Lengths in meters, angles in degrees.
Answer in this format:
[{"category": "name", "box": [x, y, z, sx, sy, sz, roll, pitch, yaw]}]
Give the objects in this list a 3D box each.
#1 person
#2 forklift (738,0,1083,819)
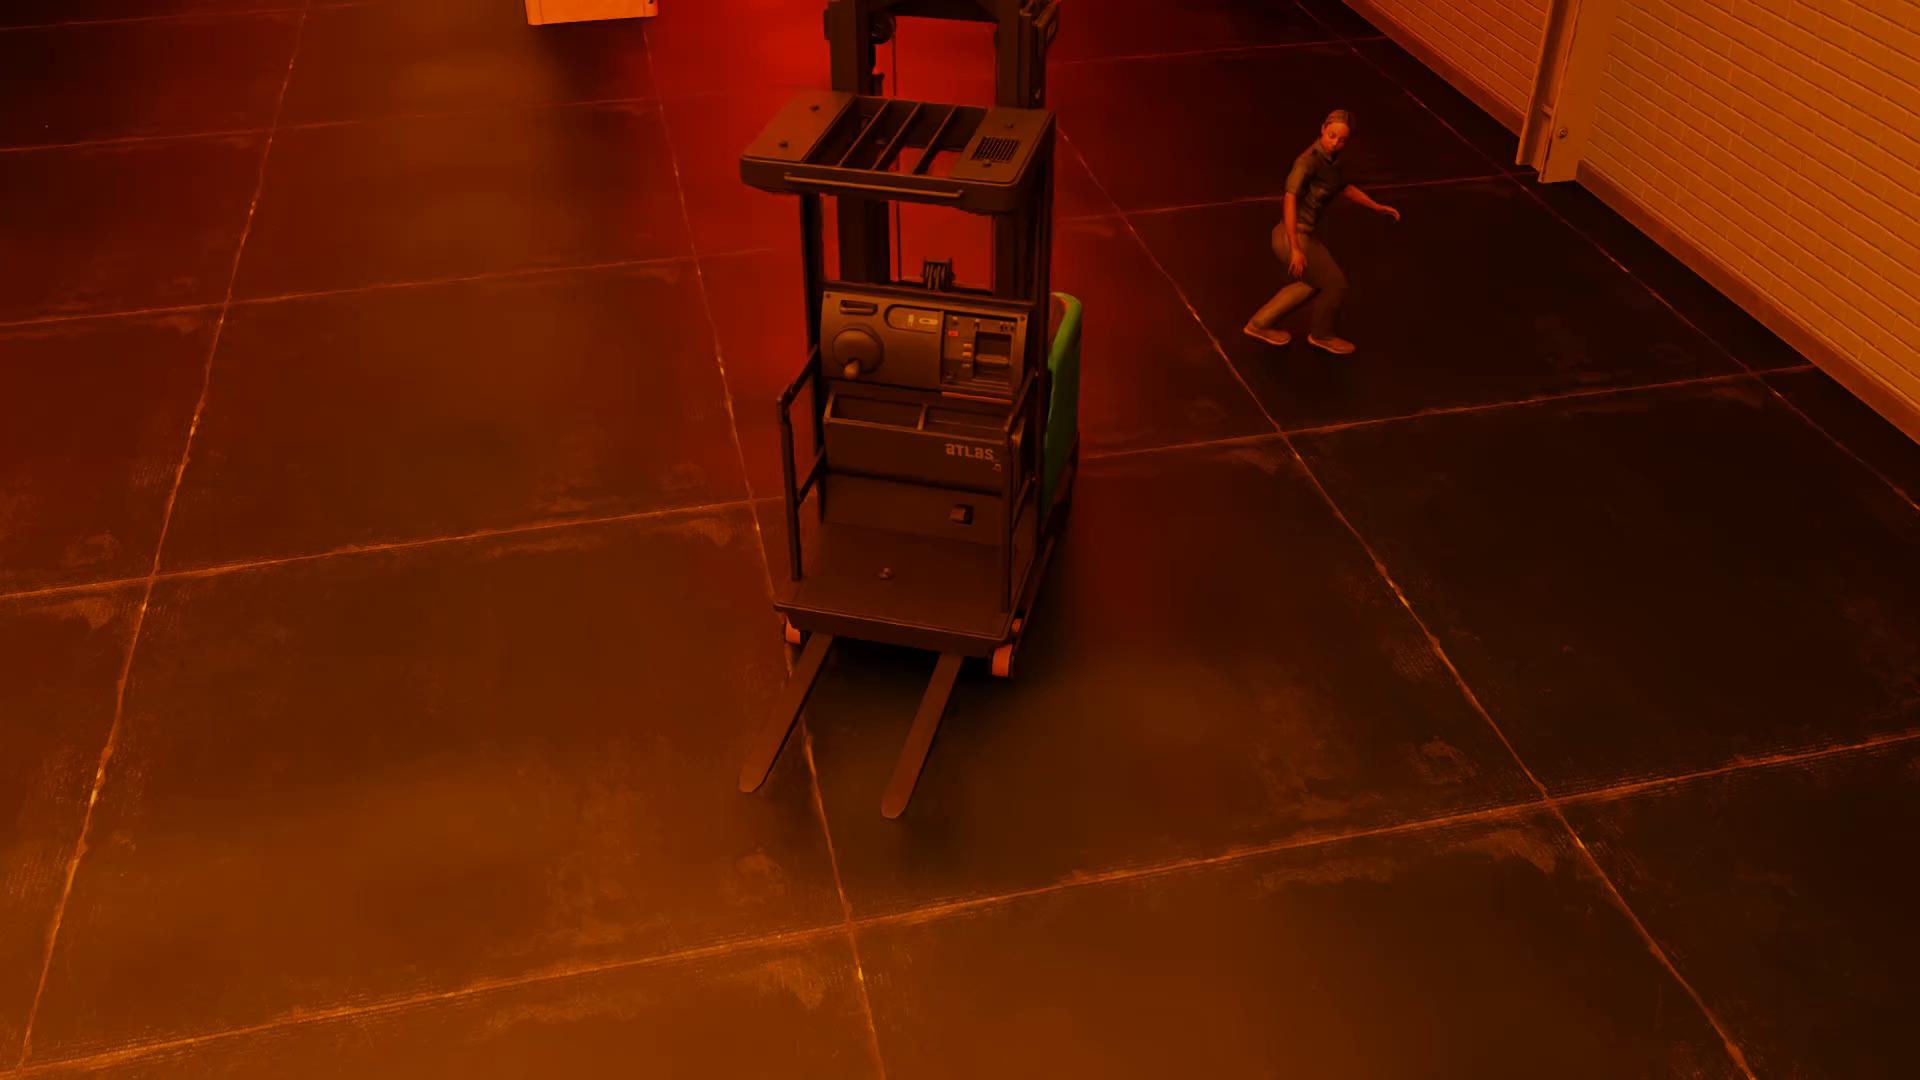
[{"category": "person", "box": [2.116, -1.715, 9.655, 0.817, 1.533, 0.785, 7, 36, 9]}, {"category": "forklift", "box": [-0.212, -0.802, 7.164, 1.130, 2.935, 3.031, 8, 37, 11]}]
